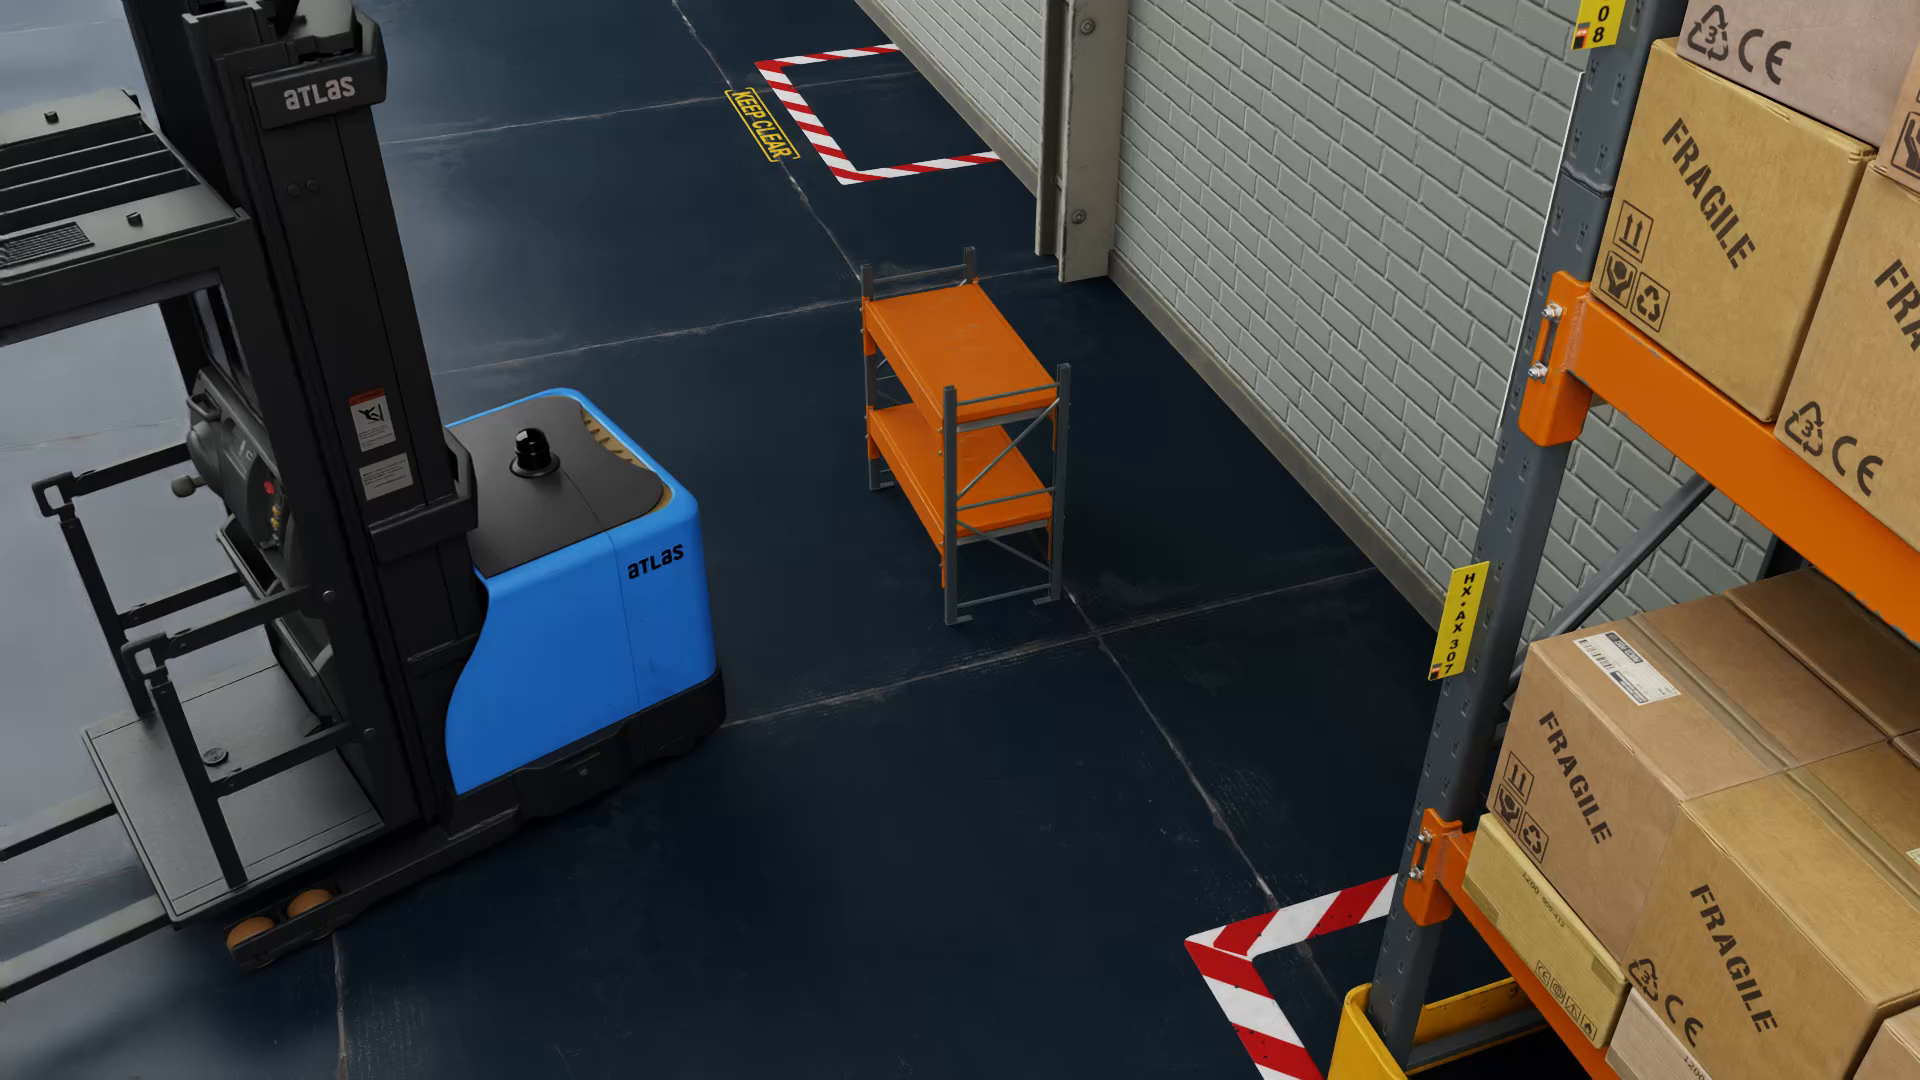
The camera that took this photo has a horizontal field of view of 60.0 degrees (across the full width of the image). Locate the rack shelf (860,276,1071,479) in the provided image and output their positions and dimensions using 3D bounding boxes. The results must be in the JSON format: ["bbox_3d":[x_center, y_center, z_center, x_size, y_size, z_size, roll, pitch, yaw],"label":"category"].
[{"bbox_3d":[0.002,-0.679,6.730,0.538,0.278,1.000,-12,39,-16],"label":"rack shelf"}]

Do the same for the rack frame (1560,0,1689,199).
[{"bbox_3d":[1.647,-1.976,2.394,1.000,3.000,0.127,-12,39,-16],"label":"rack frame"}]

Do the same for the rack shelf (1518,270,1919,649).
[{"bbox_3d":[2.336,0.639,2.013,1.077,0.370,4.000,-12,39,-16],"label":"rack shelf"}]

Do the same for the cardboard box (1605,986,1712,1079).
[{"bbox_3d":[1.709,1.104,3.399,0.500,0.250,0.500,-14,39,-17],"label":"cardboard box"}]

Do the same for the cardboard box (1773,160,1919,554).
[{"bbox_3d":[1.679,-0.274,2.528,0.500,0.500,0.500,-10,38,-13],"label":"cardboard box"}]

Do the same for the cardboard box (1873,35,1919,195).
[{"bbox_3d":[1.677,-0.663,2.214,0.500,0.500,0.500,-13,39,-16],"label":"cardboard box"}]

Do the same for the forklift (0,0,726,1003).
[{"bbox_3d":[-2.360,-0.142,5.003,3.031,2.935,1.130,-25,43,-29],"label":"forklift"}]

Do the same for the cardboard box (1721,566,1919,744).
[{"bbox_3d":[2.009,0.395,3.717,0.500,0.500,0.500,-13,39,-16],"label":"cardboard box"}]

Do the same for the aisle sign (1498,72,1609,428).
[{"bbox_3d":[1.341,-0.597,3.388,0.394,0.787,0.004,-12,39,-16],"label":"aisle sign"}]

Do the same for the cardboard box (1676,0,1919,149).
[{"bbox_3d":[1.552,-0.957,2.604,0.500,0.500,0.500,-15,40,-19],"label":"cardboard box"}]

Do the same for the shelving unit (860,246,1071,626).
[{"bbox_3d":[0.002,-0.445,6.906,0.538,1.125,1.048,-12,39,-16],"label":"shelving unit"}]

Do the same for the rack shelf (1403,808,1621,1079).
[{"bbox_3d":[2.336,1.837,2.915,1.077,0.370,4.000,-12,39,-16],"label":"rack shelf"}]

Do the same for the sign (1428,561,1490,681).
[{"bbox_3d":[1.138,0.187,3.789,0.100,0.325,0.005,-12,39,-16],"label":"sign"}]

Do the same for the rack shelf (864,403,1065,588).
[{"bbox_3d":[0.002,-0.250,7.054,0.538,0.278,1.000,-12,39,-16],"label":"rack shelf"}]

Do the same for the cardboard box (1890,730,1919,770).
[{"bbox_3d":[2.173,0.681,3.337,0.500,0.500,0.500,-12,39,-15],"label":"cardboard box"}]

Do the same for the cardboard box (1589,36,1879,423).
[{"bbox_3d":[1.528,-0.585,2.941,0.500,0.500,0.500,-11,38,-15],"label":"cardboard box"}]

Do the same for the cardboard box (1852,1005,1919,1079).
[{"bbox_3d":[1.862,1.079,2.809,0.500,0.500,0.500,-14,39,-17],"label":"cardboard box"}]

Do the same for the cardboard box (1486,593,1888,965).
[{"bbox_3d":[1.530,0.505,3.572,0.500,0.500,0.500,-12,39,-16],"label":"cardboard box"}]

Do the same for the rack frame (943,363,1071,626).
[{"bbox_3d":[0.177,-0.158,6.525,0.500,1.125,0.032,-12,39,-16],"label":"rack frame"}]

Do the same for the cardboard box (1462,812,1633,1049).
[{"bbox_3d":[1.517,0.814,3.785,0.500,0.250,0.500,-14,39,-17],"label":"cardboard box"}]

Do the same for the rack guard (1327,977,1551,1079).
[{"bbox_3d":[1.674,1.462,4.894,1.175,0.500,0.348,-12,39,-16],"label":"rack guard"}]

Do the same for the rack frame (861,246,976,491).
[{"bbox_3d":[-0.173,-0.733,7.288,0.500,1.125,0.032,-12,39,-16],"label":"rack frame"}]

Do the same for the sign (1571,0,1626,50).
[{"bbox_3d":[1.138,-1.015,2.884,0.100,0.325,0.005,-12,39,-16],"label":"sign"}]

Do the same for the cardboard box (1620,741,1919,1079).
[{"bbox_3d":[1.690,0.786,3.198,0.500,0.500,0.500,-12,39,-16],"label":"cardboard box"}]

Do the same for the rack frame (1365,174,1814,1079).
[{"bbox_3d":[1.647,0.420,4.199,1.000,3.000,0.127,-12,39,-16],"label":"rack frame"}]

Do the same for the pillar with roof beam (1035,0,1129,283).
[{"bbox_3d":[-3.406,-4.258,5.423,9.100,9.000,0.400,-12,39,-16],"label":"pillar with roof beam"}]
